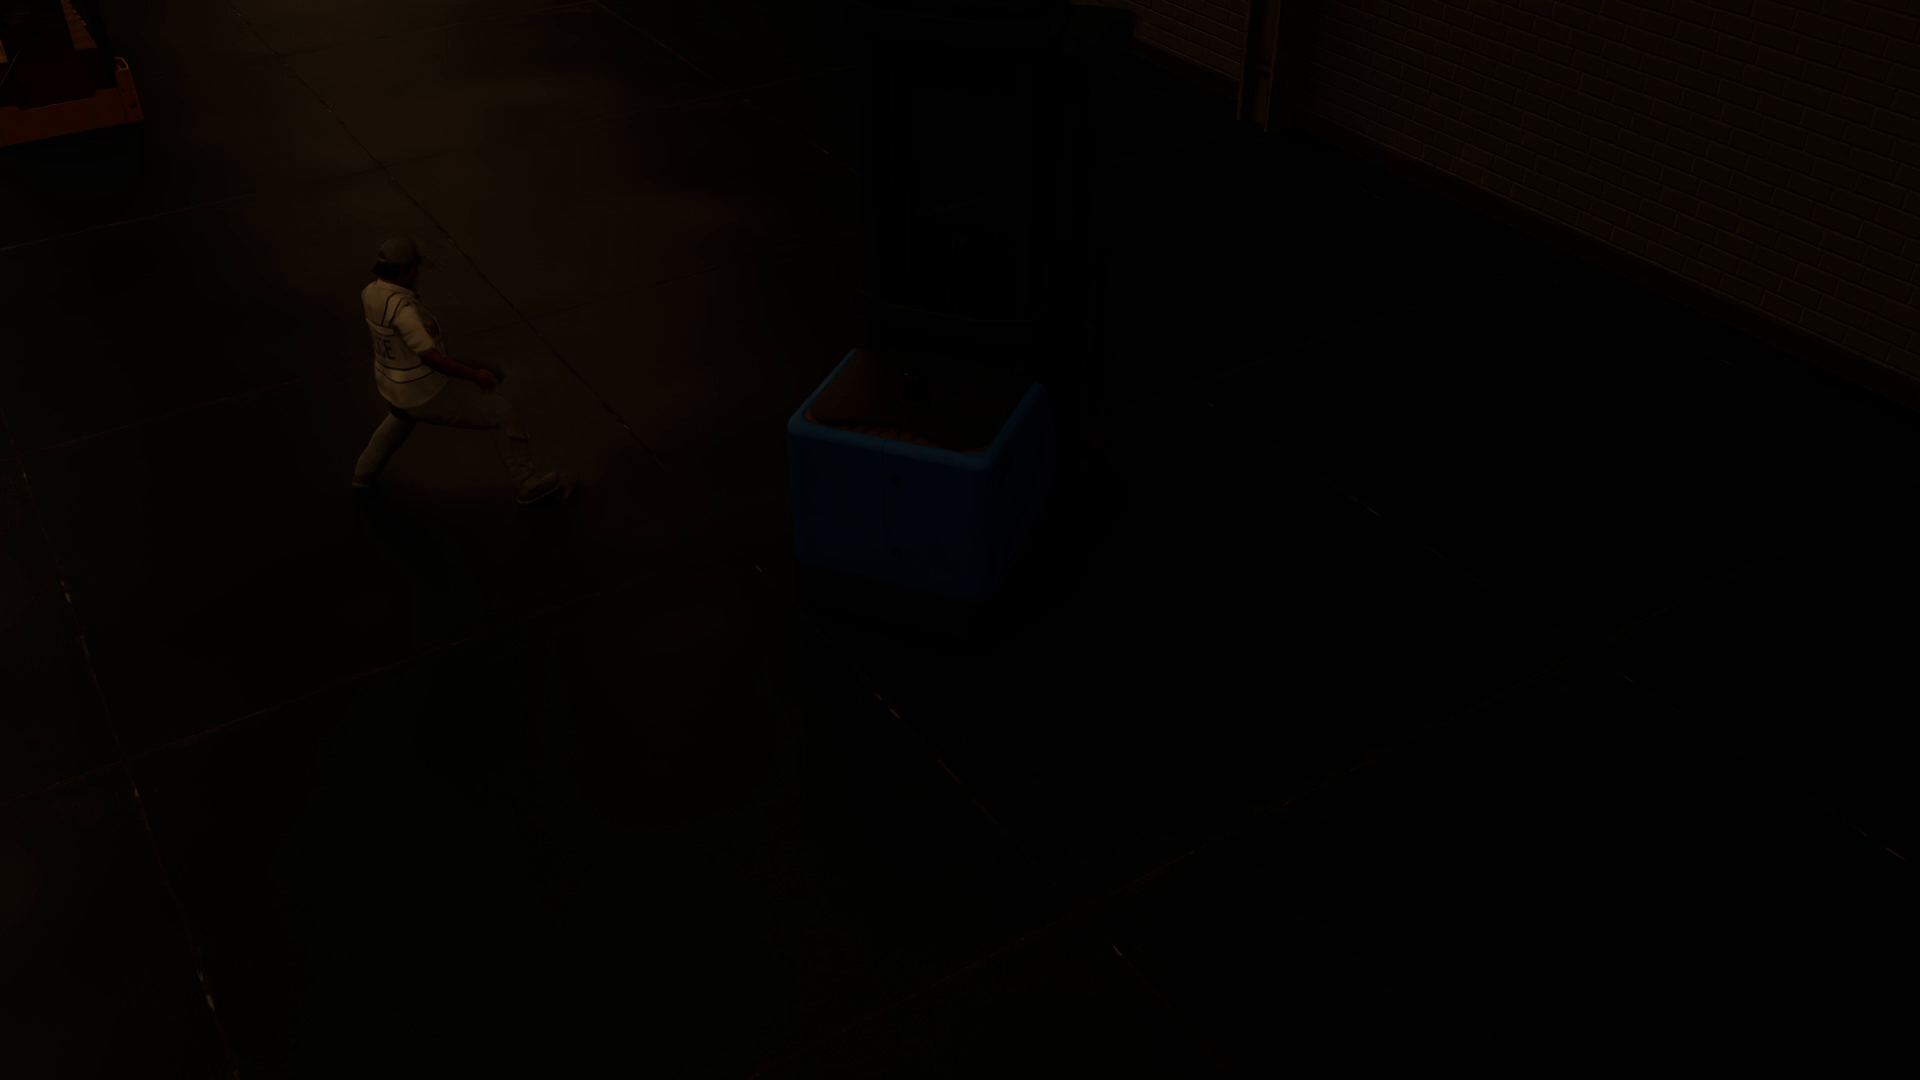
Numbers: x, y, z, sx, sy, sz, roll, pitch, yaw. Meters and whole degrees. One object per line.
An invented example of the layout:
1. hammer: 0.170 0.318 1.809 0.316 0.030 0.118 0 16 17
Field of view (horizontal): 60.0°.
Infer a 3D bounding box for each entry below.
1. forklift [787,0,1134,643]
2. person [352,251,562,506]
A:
1. forklift: 0.176 -1.556 8.363 1.130 2.935 3.031 12 37 17
2. person: -2.772 -0.871 8.721 0.893 1.481 0.982 -27 43 -33
